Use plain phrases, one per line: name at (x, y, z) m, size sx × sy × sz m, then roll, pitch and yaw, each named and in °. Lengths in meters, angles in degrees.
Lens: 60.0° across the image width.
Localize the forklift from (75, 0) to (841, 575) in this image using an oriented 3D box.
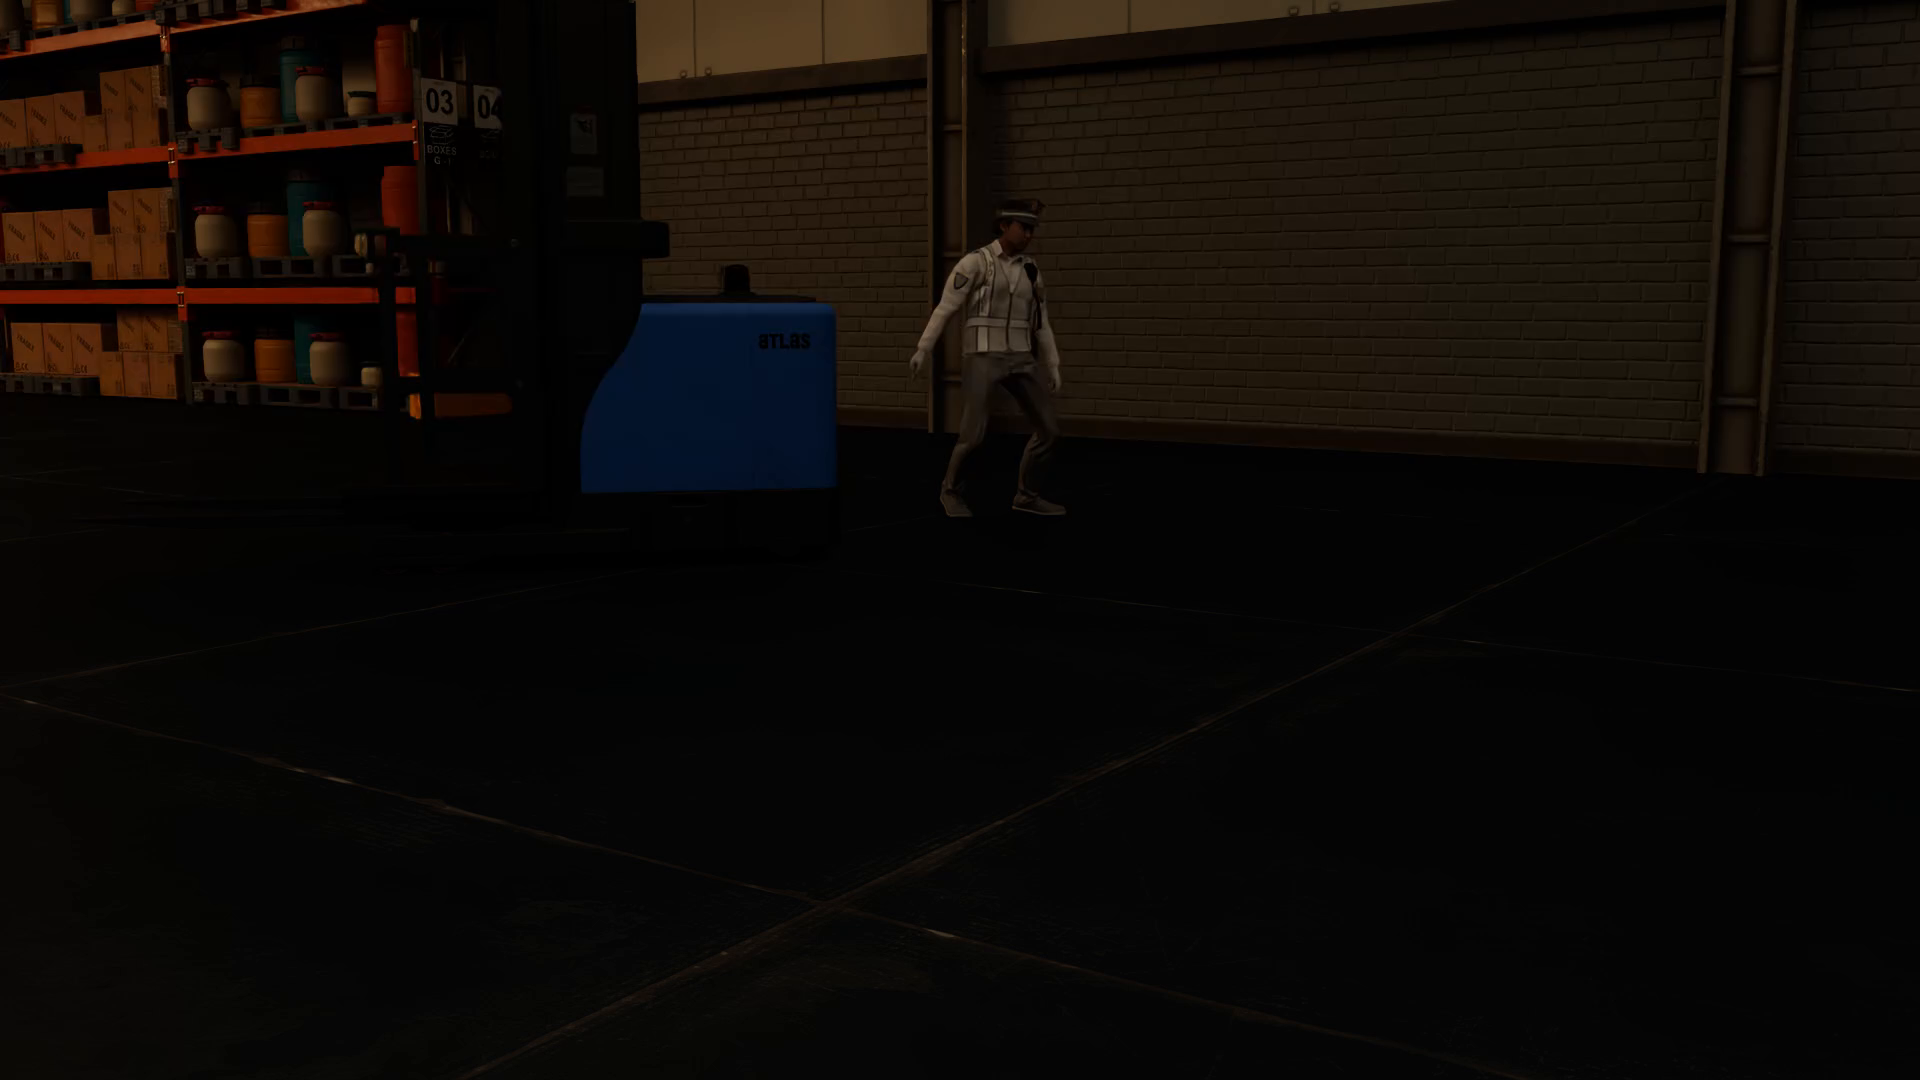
forklift at (-2.068, -1.392, 6.985) m, size 3.031 × 2.935 × 1.130 m, roll -1°, pitch 8°, yaw -10°

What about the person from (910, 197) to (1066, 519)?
person at (0.142, -0.901, 8.334) m, size 0.815 × 1.595 × 0.457 m, roll -3°, pitch 9°, yaw -21°
